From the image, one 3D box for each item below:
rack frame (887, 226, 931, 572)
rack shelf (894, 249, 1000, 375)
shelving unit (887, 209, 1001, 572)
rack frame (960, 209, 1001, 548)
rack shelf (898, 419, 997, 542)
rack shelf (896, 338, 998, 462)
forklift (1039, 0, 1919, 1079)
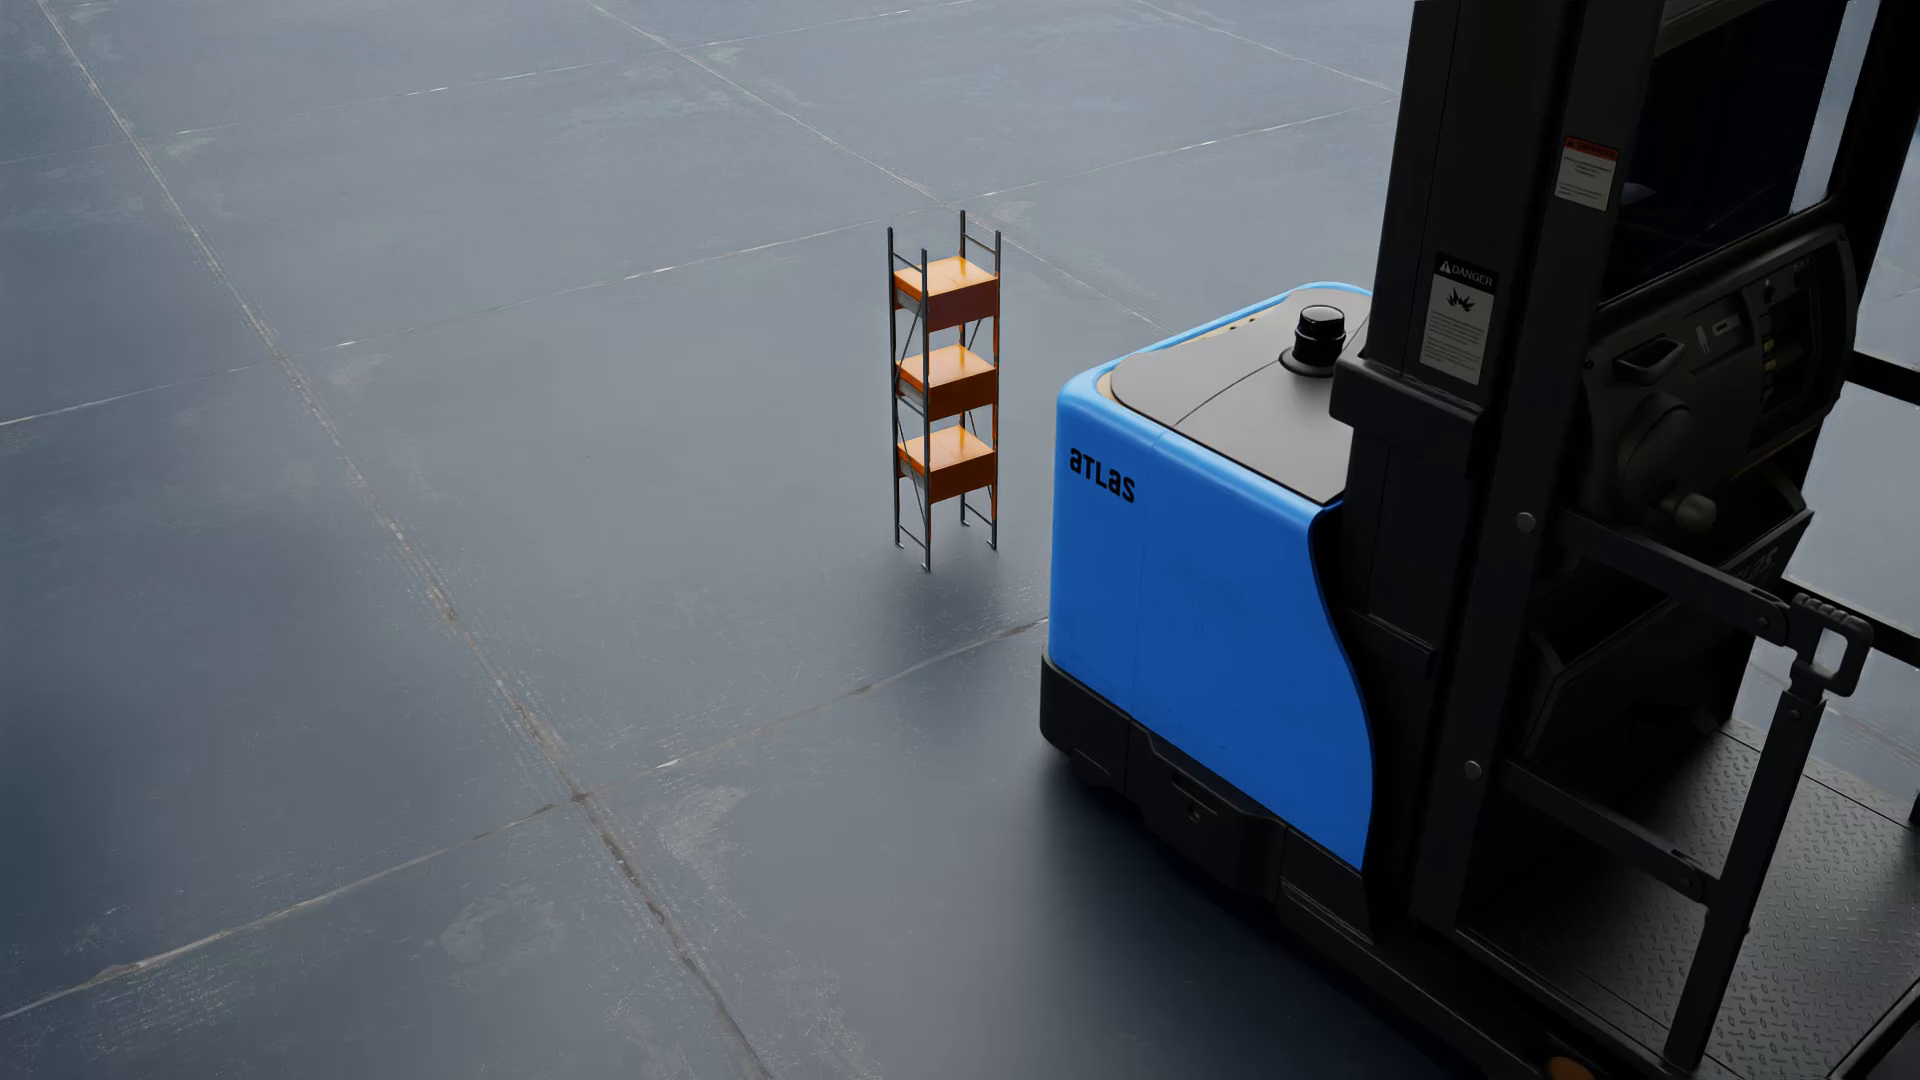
[{"bbox_3d":[-0.148,-0.393,4.889,0.008,1.050,0.200,-19,37,-27],"label":"rack frame"},{"bbox_3d":[-0.045,-0.660,4.800,0.240,0.259,0.215,-19,37,-27],"label":"rack shelf"},{"bbox_3d":[-0.045,-0.429,4.945,0.252,1.050,0.215,-19,37,-27],"label":"shelving unit"},{"bbox_3d":[0.058,-0.464,5.001,0.008,1.050,0.200,-19,37,-27],"label":"rack frame"},{"bbox_3d":[-0.045,-0.185,5.099,0.240,0.259,0.215,-19,37,-27],"label":"rack shelf"},{"bbox_3d":[-0.045,-0.420,4.951,0.240,0.259,0.215,-19,37,-27],"label":"rack shelf"},{"bbox_3d":[1.537,-0.258,2.912,1.130,2.935,3.031,-24,39,-33],"label":"forklift"}]
